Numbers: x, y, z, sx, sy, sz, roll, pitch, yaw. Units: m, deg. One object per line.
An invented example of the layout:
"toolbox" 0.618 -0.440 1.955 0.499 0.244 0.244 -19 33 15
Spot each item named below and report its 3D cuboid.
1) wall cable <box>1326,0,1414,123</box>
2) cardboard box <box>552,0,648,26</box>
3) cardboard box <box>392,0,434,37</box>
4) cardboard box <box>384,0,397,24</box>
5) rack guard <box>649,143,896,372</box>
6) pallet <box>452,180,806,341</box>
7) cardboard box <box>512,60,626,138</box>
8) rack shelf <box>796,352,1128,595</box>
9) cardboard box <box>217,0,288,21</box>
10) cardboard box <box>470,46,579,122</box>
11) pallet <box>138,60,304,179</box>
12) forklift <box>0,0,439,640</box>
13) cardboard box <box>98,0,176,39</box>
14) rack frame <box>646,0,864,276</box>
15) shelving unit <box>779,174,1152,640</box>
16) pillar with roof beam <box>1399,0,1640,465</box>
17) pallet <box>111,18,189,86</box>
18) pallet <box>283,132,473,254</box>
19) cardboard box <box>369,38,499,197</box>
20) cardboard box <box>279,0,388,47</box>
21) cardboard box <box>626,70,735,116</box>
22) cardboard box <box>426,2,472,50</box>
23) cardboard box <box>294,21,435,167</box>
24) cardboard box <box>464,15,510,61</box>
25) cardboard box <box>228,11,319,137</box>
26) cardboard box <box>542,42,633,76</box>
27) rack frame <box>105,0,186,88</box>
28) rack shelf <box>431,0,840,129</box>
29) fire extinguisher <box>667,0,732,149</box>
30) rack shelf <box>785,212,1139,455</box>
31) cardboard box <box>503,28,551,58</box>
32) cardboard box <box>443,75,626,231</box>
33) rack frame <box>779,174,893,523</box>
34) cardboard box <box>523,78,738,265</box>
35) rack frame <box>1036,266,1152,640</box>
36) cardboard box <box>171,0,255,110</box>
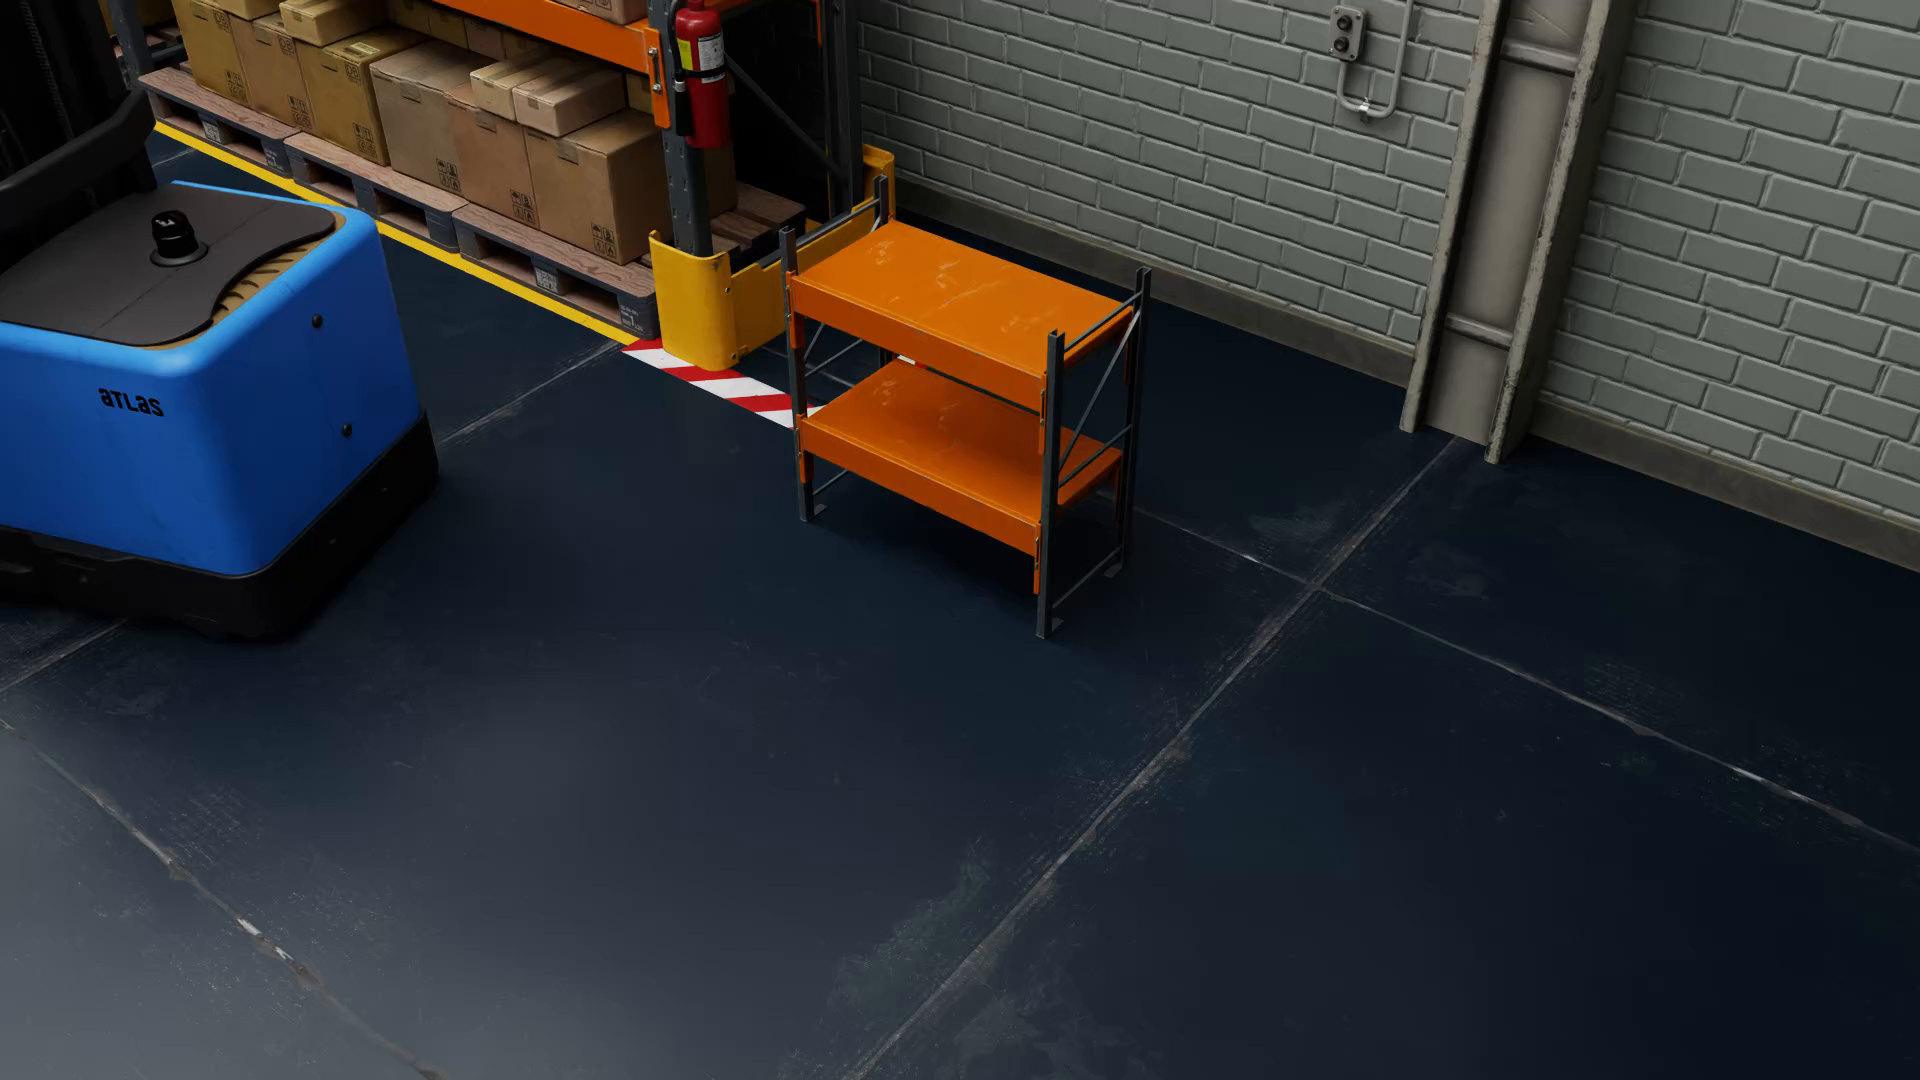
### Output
"wall cable" 0.831 -2.576 5.783 1.851 1.984 0.084 25 45 29
"cardboard box" -1.172 -2.497 6.262 0.700 0.700 0.980 27 46 30
"cardboard box" -2.365 -2.462 7.622 0.250 0.149 0.380 24 44 28
"cardboard box" -2.571 -2.558 7.745 0.250 0.149 0.380 26 45 29
"rack guard" -0.741 -1.199 6.876 0.348 0.500 1.175 25 45 29
"pallet" -1.443 -1.355 7.310 1.213 0.211 1.003 25 45 29
"cardboard box" -1.590 -1.801 6.778 0.250 0.149 0.380 25 44 28
"rack shelf" 0.005 -0.248 5.551 1.000 0.278 0.538 25 45 29
"cardboard box" -3.245 -2.579 7.772 0.250 0.149 0.380 27 45 30
"cardboard box" -1.793 -1.896 6.900 0.250 0.149 0.380 26 45 30
"pallet" -3.381 -2.269 8.477 1.213 0.211 1.003 25 45 29
"forklift" -3.443 -1.364 5.114 3.031 2.935 1.130 11 39 14
"cardboard box" -4.533 -3.189 8.793 0.750 0.750 0.750 26 45 29
"rack frame" -0.760 -2.192 6.117 0.127 3.000 1.000 25 45 29
"shelving unit" 0.005 -0.440 5.400 1.048 1.125 0.538 25 45 29
"pillar with roof beam" -0.706 -1.859 0.825 0.400 9.000 9.100 25 45 29
"pallet" -4.596 -2.844 9.212 1.213 0.211 1.003 25 45 29
"pallet" -2.408 -1.813 7.894 1.213 0.211 1.003 25 45 29
"cardboard box" -2.175 -1.962 7.510 0.500 0.500 0.700 24 44 27
"cardboard box" -2.830 -2.384 7.522 0.250 0.149 0.380 24 44 27
"cardboard box" -1.156 -1.893 6.896 0.250 0.149 0.380 26 45 29
"cardboard box" -2.164 -2.367 7.501 0.250 0.149 0.380 26 45 29
"cardboard box" -2.602 -2.158 7.760 0.500 0.500 0.700 26 45 30
"cardboard box" -1.960 -2.271 7.379 0.250 0.149 0.380 26 45 29
"cardboard box" -3.009 -2.351 8.007 0.500 0.500 0.700 25 44 28
"cardboard box" -1.559 -2.082 7.137 0.250 0.149 0.380 25 45 29
"rack frame" -3.938 -3.690 8.030 0.127 3.000 1.000 25 45 29
"rack shelf" -2.349 -2.658 7.295 4.000 0.370 1.077 25 45 29
"fire extinguisher" -0.921 -1.733 5.895 0.183 0.674 0.296 25 45 29
"rack shelf" 0.005 -0.671 5.220 1.000 0.278 0.538 25 45 29
"cardboard box" -1.758 -2.176 7.257 0.250 0.149 0.380 26 45 29
"cardboard box" -1.775 -1.774 7.270 0.500 0.500 0.700 25 45 28
"rack frame" -0.398 -0.631 5.643 0.032 1.125 0.500 25 45 29
"cardboard box" -1.377 -1.587 7.030 0.500 0.500 0.700 25 45 29
"rack frame" 0.409 -0.250 5.157 0.032 1.125 0.500 25 45 29
"cardboard box" -3.406 -2.541 8.250 0.500 0.500 0.700 26 45 29
